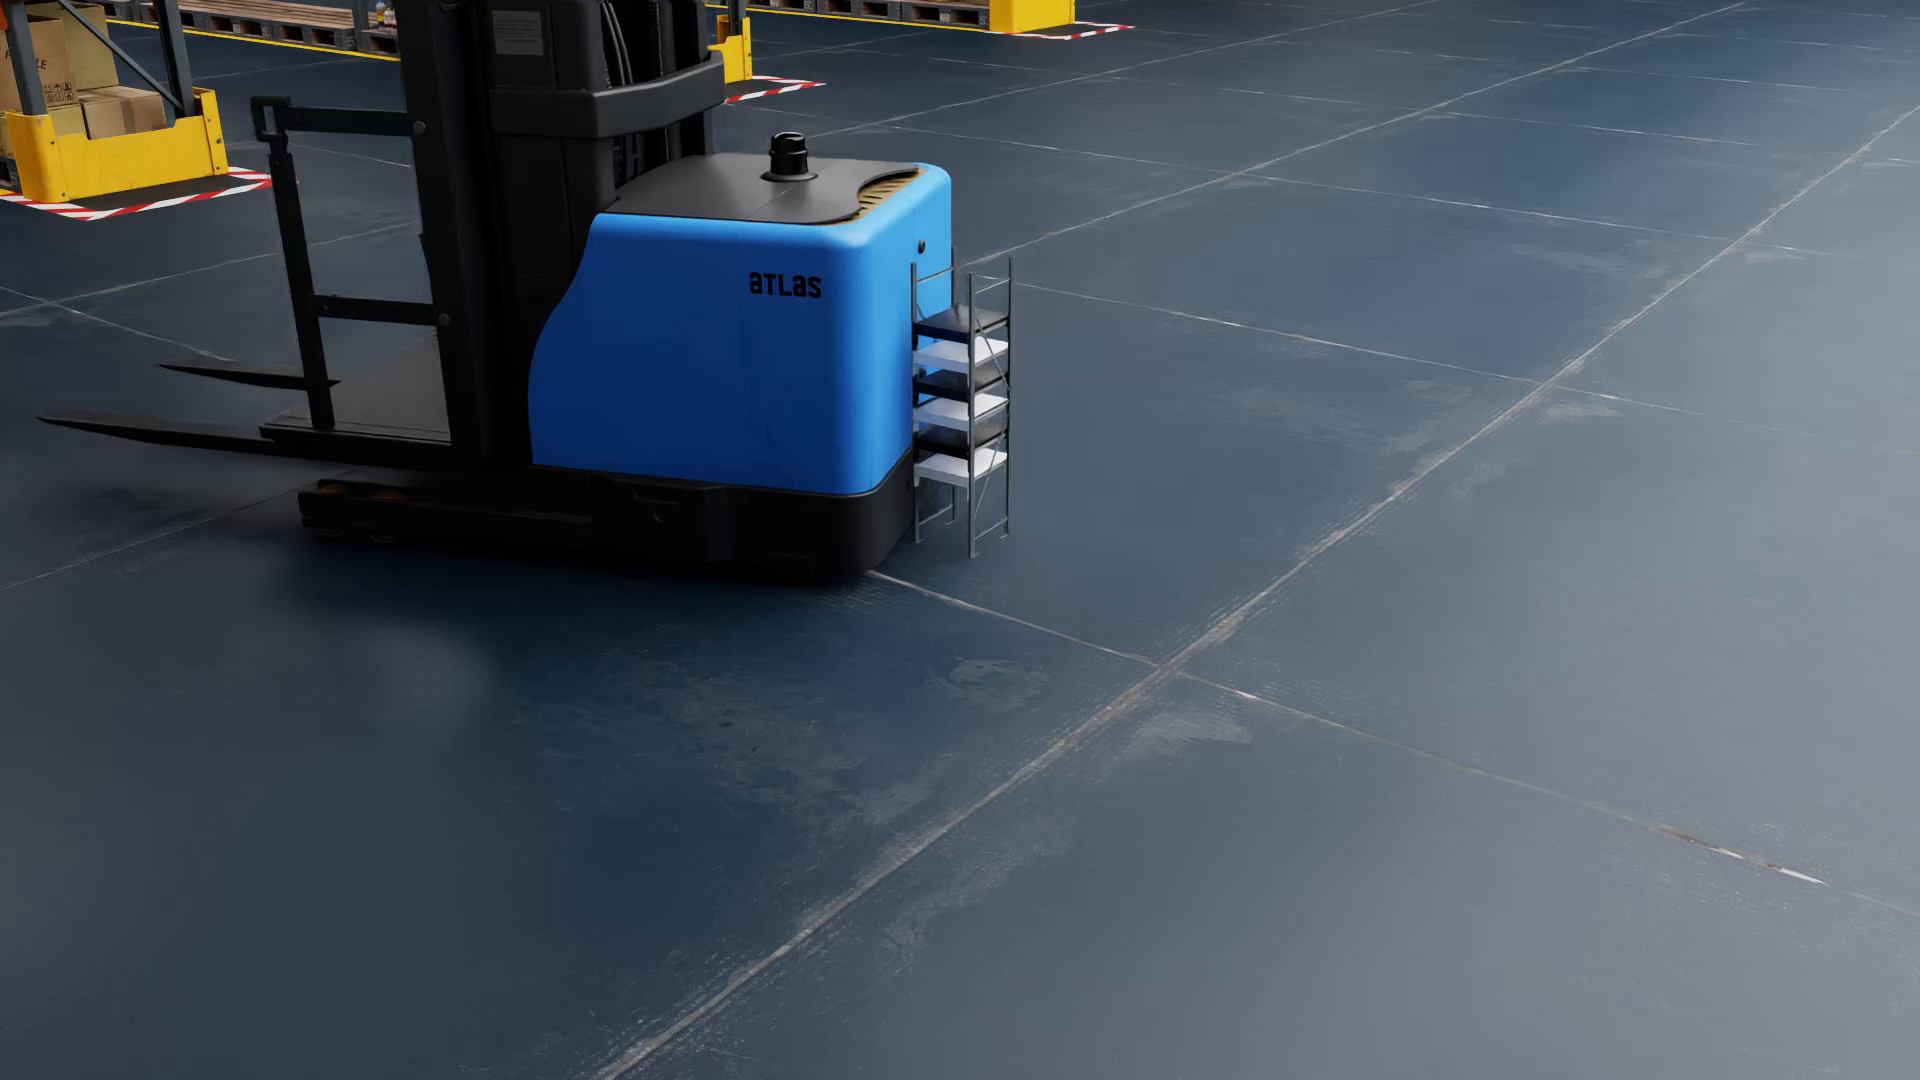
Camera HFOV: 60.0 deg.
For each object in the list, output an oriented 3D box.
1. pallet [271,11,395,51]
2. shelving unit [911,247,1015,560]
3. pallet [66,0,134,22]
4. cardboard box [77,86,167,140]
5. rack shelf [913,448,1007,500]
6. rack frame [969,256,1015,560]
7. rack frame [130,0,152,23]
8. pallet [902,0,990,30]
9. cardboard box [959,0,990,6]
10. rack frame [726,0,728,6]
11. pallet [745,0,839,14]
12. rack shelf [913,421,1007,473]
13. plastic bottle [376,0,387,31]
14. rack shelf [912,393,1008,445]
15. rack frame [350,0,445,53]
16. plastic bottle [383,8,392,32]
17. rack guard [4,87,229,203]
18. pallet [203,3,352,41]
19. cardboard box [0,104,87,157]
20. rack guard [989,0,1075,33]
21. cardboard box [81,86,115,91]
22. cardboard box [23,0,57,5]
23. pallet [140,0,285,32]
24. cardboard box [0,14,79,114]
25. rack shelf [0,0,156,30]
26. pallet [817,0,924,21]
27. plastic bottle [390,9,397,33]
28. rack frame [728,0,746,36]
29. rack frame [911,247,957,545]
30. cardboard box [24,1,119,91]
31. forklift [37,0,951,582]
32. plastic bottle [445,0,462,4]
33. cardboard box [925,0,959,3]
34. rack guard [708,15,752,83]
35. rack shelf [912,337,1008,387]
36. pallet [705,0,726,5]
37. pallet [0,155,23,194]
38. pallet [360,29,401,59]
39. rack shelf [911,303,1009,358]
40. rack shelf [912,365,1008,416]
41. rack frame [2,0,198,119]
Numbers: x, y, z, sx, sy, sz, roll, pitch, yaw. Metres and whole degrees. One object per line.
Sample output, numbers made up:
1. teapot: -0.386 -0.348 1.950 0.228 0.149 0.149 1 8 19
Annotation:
1. pallet: -5.997 -5.030 16.405 1.213 0.211 1.003 17 29 33
2. shelving unit: 0.009 -0.414 5.072 0.210 0.900 0.258 15 28 30
3. pallet: -9.202 -5.997 18.600 1.213 0.211 1.003 17 29 33
4. cardboard box: -5.414 -2.700 10.546 0.500 0.250 0.500 17 29 33
5. rack shelf: 0.009 -0.218 5.158 0.200 0.077 0.258 15 28 30
6. rack frame: 0.094 -0.391 5.022 0.006 0.900 0.240 15 28 30
7. rack frame: -8.546 -7.096 17.635 0.127 3.000 1.000 17 29 33
8. pallet: 0.137 -5.710 17.947 1.213 0.211 1.003 17 29 33
9. cardboard box: 0.337 -5.964 17.646 0.500 0.500 0.500 -20 31 -38
10. rack frame: -2.374 -7.727 19.067 0.127 3.000 1.000 17 29 33
11. pallet: -1.816 -6.300 19.286 1.213 0.211 1.003 17 29 33
12. rack shelf: 0.009 -0.301 5.122 0.200 0.077 0.258 15 28 30
13. plastic bottle: -5.353 -4.863 15.405 0.097 0.271 0.097 0 24 0
14. rack shelf: 0.009 -0.383 5.086 0.200 0.077 0.258 15 28 30
15. rack frame: -5.345 -6.129 15.440 0.127 3.000 1.000 17 29 33
16. plastic bottle: -5.272 -4.807 15.364 0.097 0.201 0.097 0 24 0
17. rack guard: -5.099 -2.415 10.110 0.348 0.500 1.175 17 29 33
18. pallet: -6.977 -5.325 17.074 1.213 0.211 1.003 17 29 33
19. cardboard box: -5.724 -2.533 10.167 0.500 0.250 0.500 17 29 33
20. rack guard: 0.766 -5.634 17.417 0.348 0.500 1.175 17 29 33
21. cardboard box: -5.816 -2.819 10.818 0.500 0.250 0.500 17 29 33
22. cardboard box: -6.223 -3.280 10.933 0.500 0.500 0.500 17 29 33
23. pallet: -7.949 -5.620 17.744 1.213 0.211 1.003 17 29 33
24. cardboard box: -5.725 -2.875 10.014 0.500 0.500 0.500 17 29 33
25. rack shelf: -6.718 -3.719 10.862 4.000 0.370 1.077 17 29 33
26. pallet: -0.835 -6.005 18.617 1.213 0.211 1.003 17 29 33
27. plastic bottle: -5.190 -4.782 15.308 0.097 0.201 0.097 0 24 0
28. rack frame: -2.144 -5.162 13.245 0.127 3.000 1.000 17 29 33
29. rack frame: -0.076 -0.436 5.123 0.006 0.900 0.240 15 28 30
30. cardboard box: -5.815 -3.163 10.668 0.500 0.500 0.500 17 29 33
31. forklift: -1.589 -1.529 5.085 3.031 2.935 1.130 6 24 13
32. plastic bottle: -4.743 -5.009 15.637 0.185 0.351 0.144 17 29 33
33. cardboard box: -0.162 -6.098 17.949 0.500 0.500 0.500 -17 29 -34
34. rack guard: -2.233 -4.021 13.756 0.348 0.500 1.175 17 29 33
35. rack shelf: 0.009 -0.548 5.013 0.200 0.077 0.258 15 28 30
36. pallet: -2.998 -6.639 20.055 1.213 0.211 1.003 17 29 33
37. pallet: -5.755 -2.460 10.571 1.213 0.211 1.003 17 29 33
38. pallet: -4.832 -4.677 15.603 1.213 0.211 1.003 17 29 33
39. rack shelf: 0.009 -0.630 4.977 0.200 0.077 0.258 15 28 30
40. rack shelf: 0.009 -0.465 5.050 0.200 0.077 0.258 15 28 30
41. rack frame: -5.118 -3.564 9.620 0.127 3.000 1.000 17 29 33
